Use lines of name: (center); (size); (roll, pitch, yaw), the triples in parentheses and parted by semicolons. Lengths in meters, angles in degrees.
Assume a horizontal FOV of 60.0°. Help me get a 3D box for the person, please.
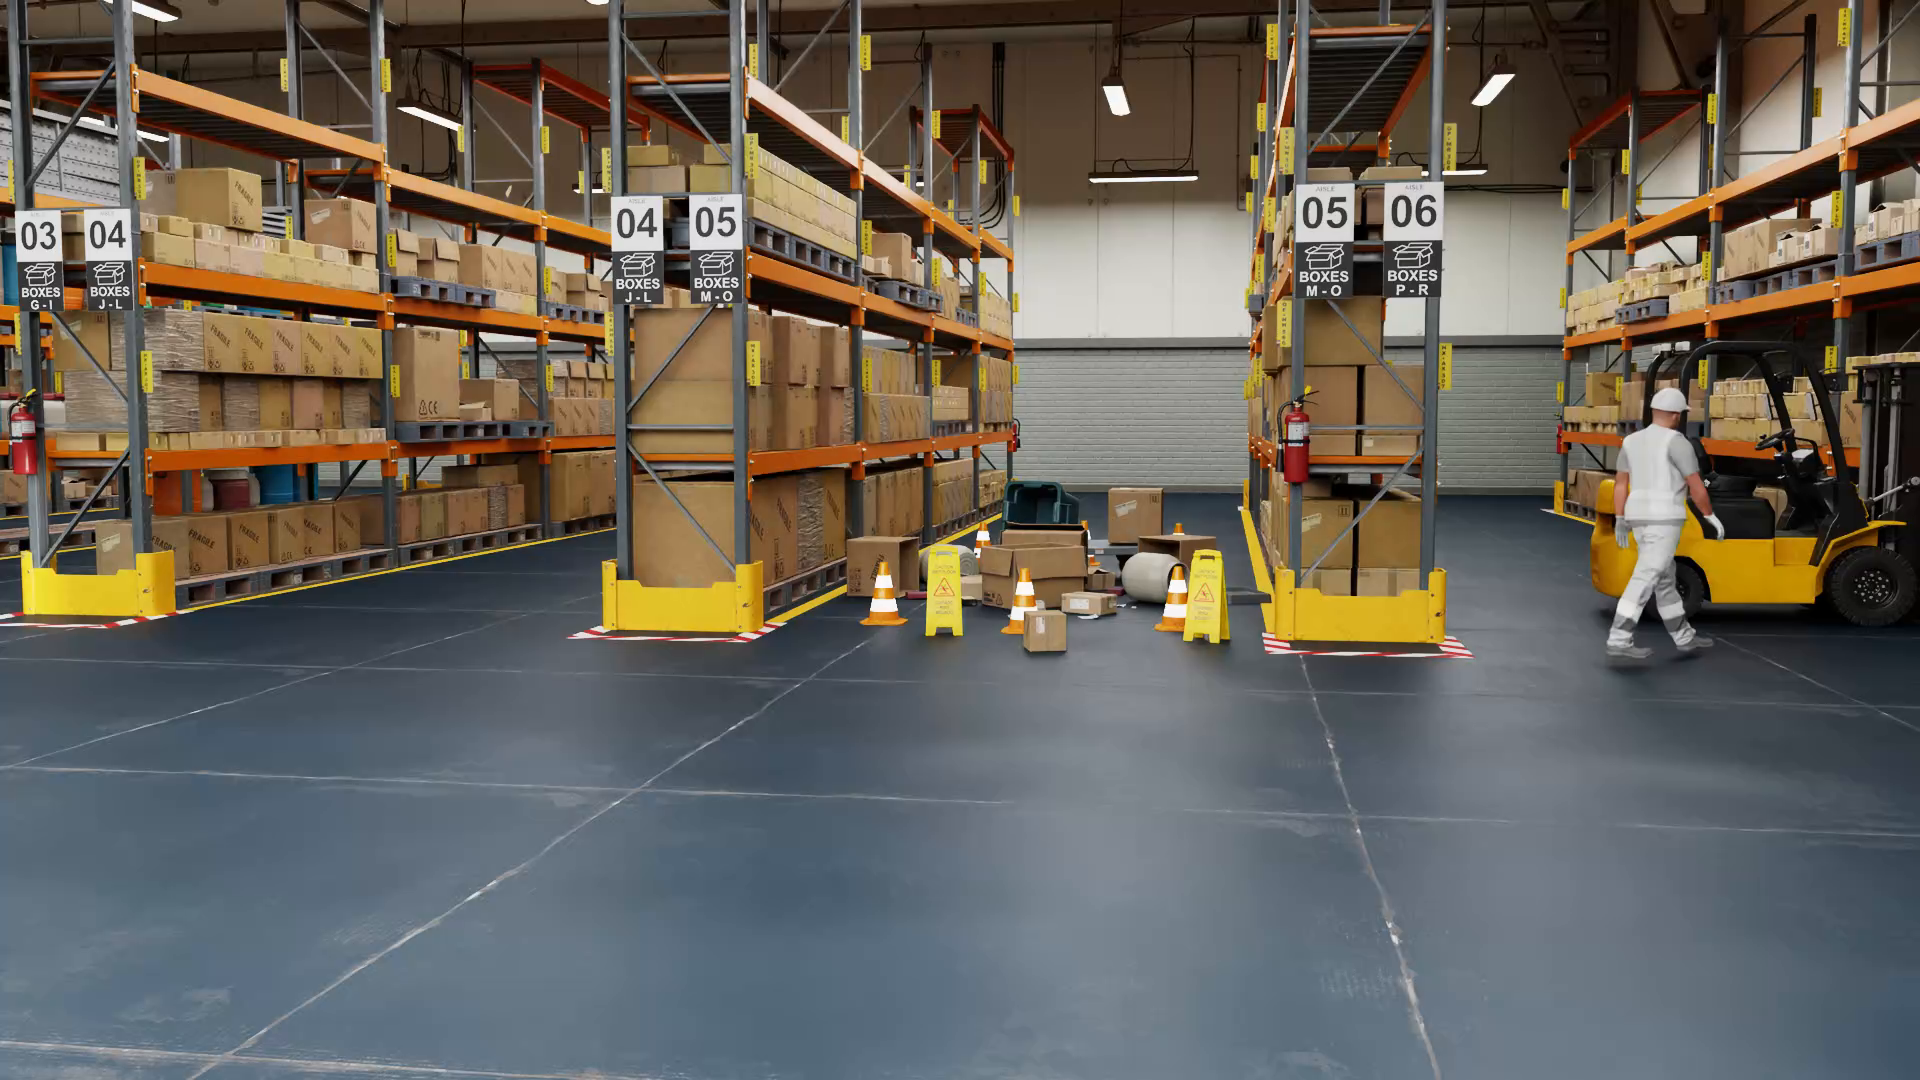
person: (4.582, -0.116, 10.759); (0.987, 1.733, 0.561); (-1, 5, -19)
